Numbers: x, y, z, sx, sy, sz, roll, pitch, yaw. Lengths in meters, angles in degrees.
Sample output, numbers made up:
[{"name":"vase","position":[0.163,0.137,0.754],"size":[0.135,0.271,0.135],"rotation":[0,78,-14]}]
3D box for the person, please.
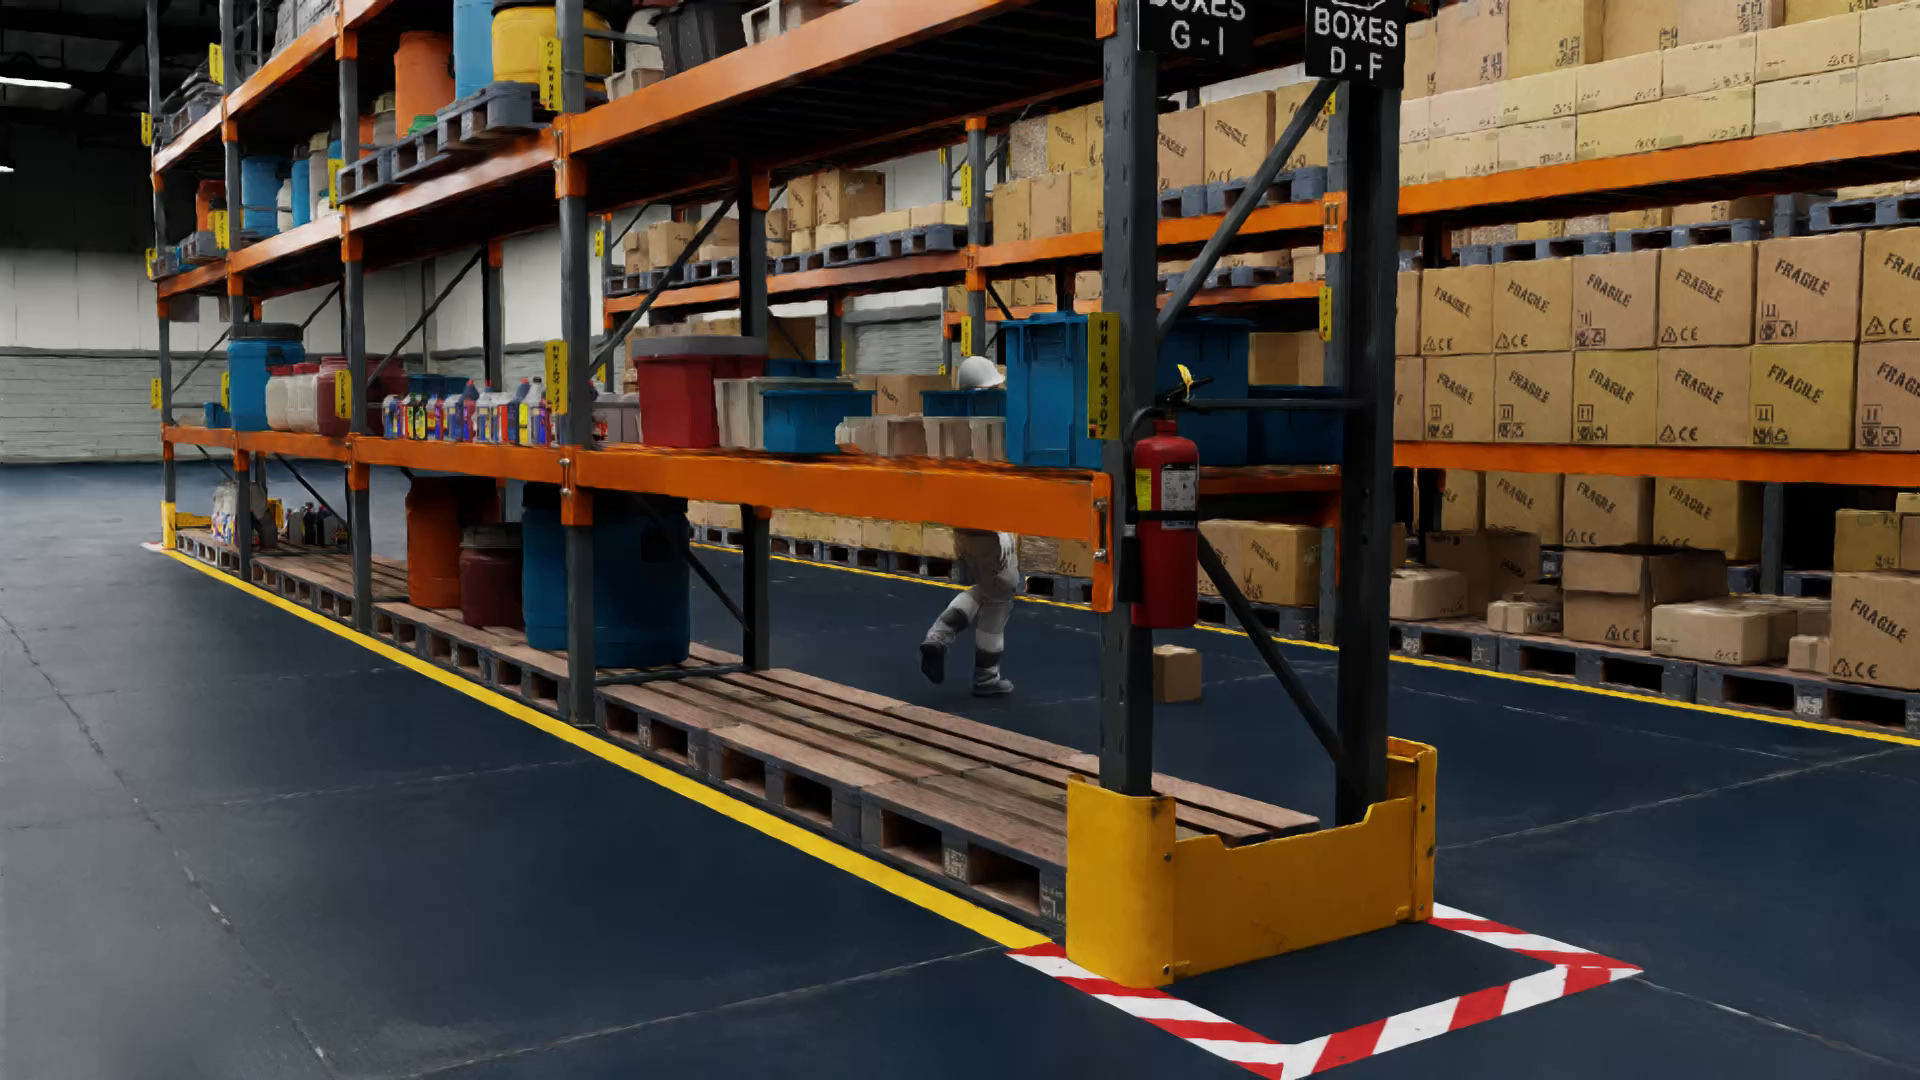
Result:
[{"name":"person","position":[0.113,-0.056,8.546],"size":[0.539,1.758,0.603],"rotation":[-3,5,-29]}]
